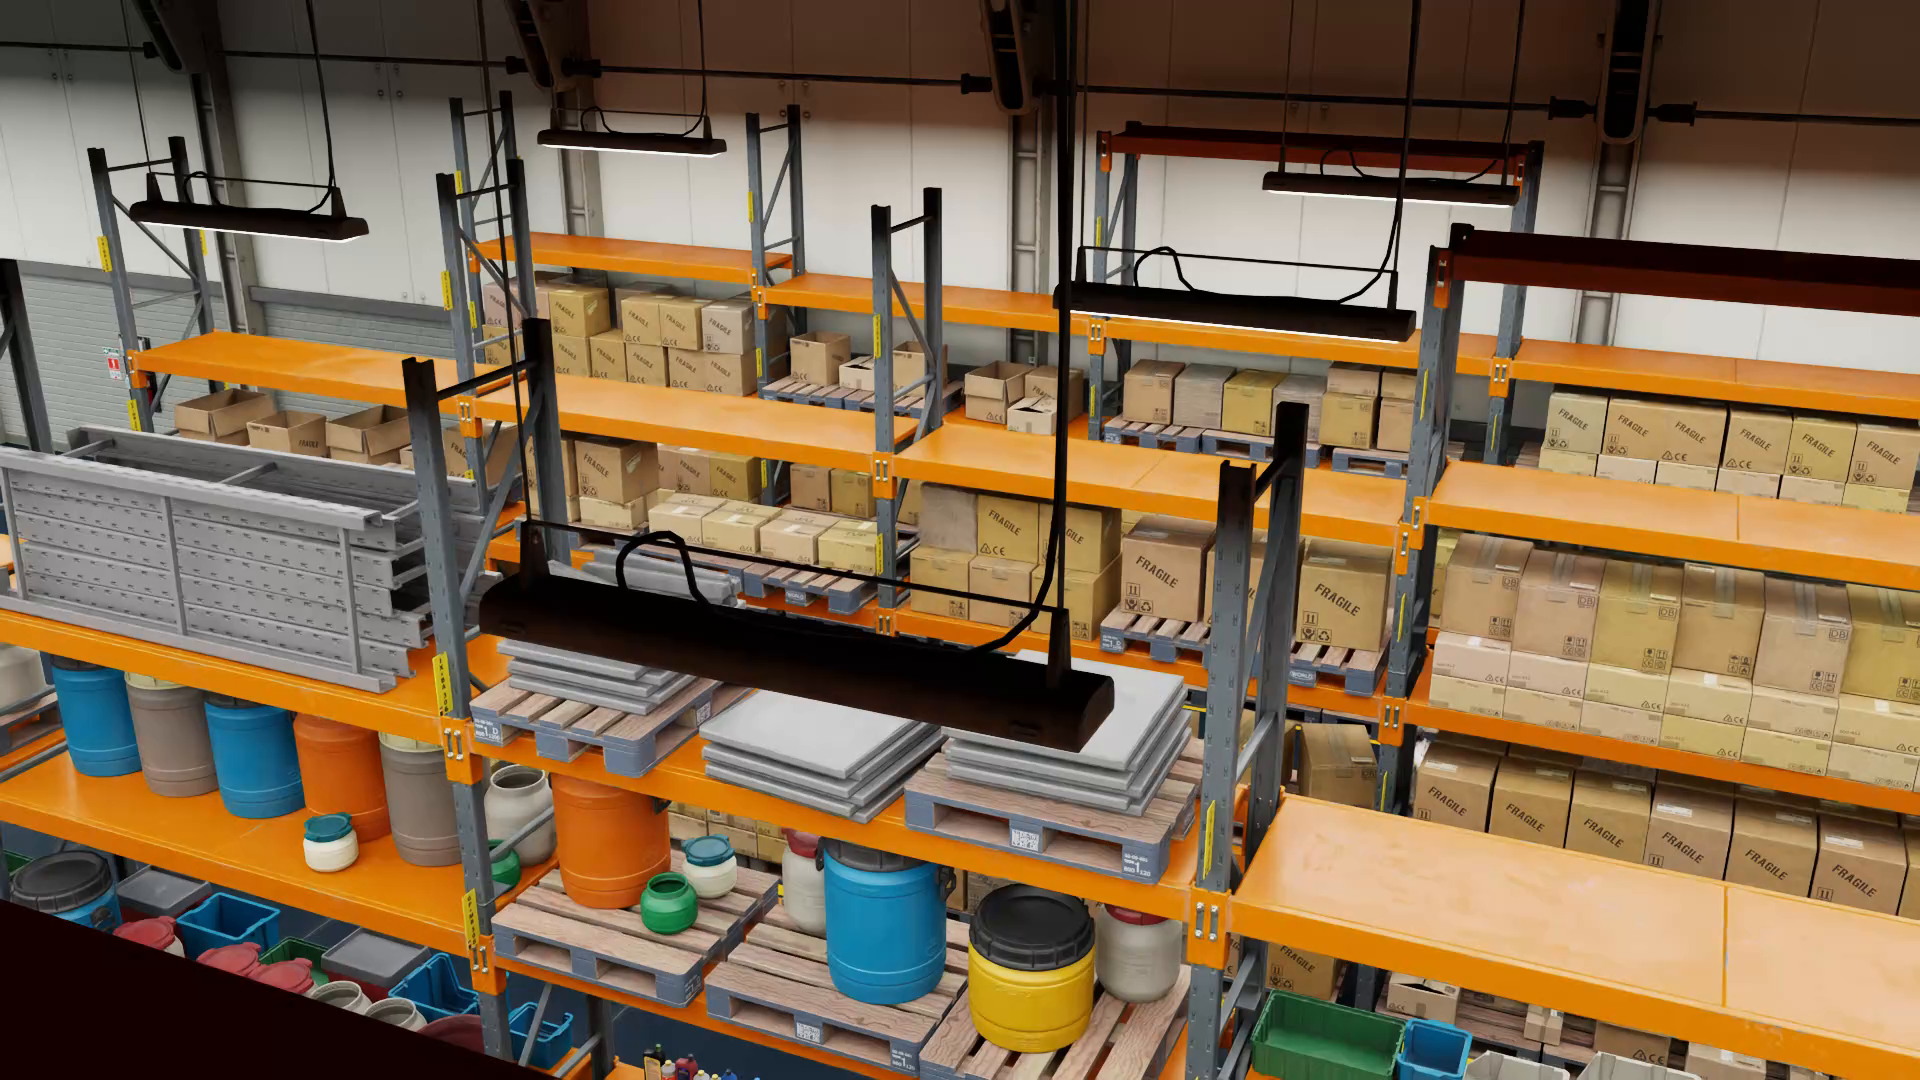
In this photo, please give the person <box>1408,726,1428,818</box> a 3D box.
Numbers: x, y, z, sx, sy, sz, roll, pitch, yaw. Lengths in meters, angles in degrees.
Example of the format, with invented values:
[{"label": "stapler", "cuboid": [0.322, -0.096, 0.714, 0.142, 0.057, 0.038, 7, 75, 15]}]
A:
[{"label": "person", "cuboid": [3.967, 2.276, 14.383, 0.758, 1.583, 0.602, 14, 25, 34]}]
